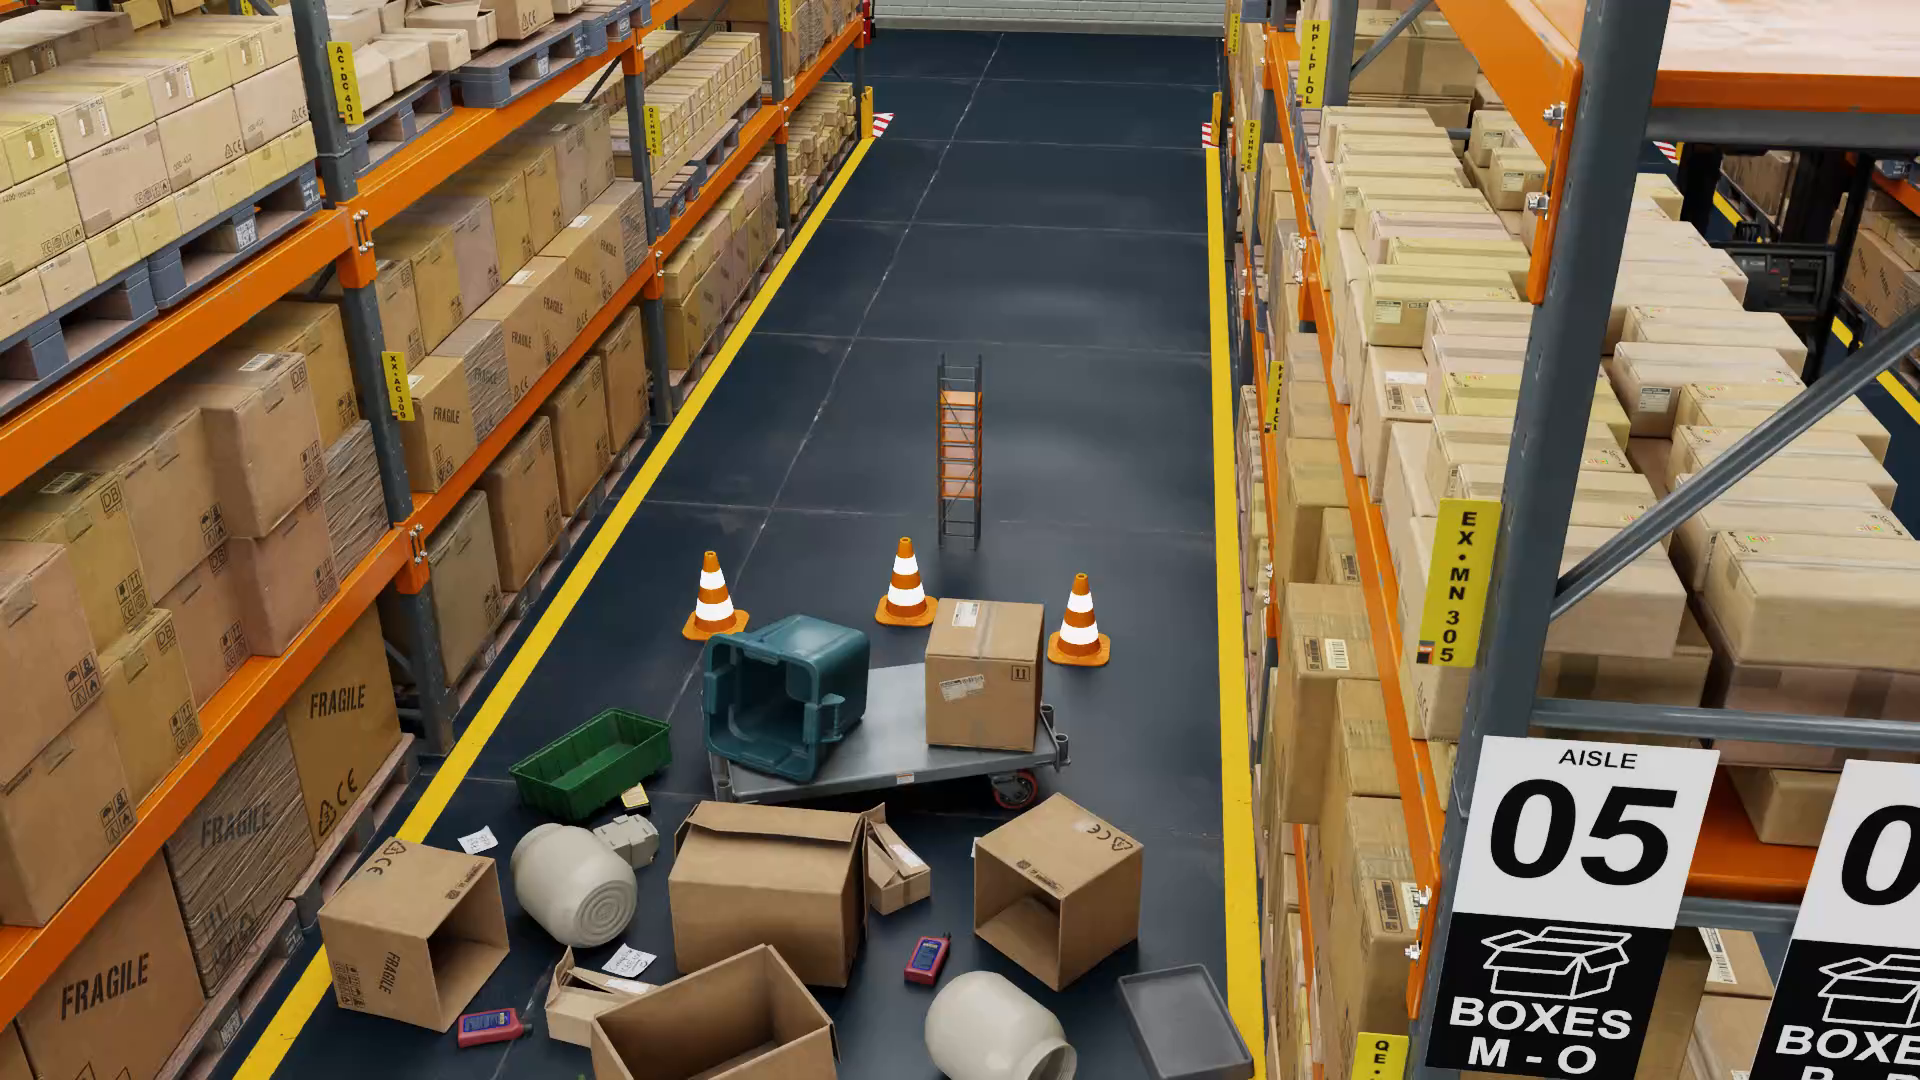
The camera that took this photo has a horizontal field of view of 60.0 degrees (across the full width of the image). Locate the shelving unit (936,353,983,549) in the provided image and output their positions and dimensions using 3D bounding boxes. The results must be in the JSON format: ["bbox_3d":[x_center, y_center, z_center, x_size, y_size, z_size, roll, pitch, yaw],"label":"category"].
[{"bbox_3d":[-0.002,-0.521,9.953,0.258,1.200,0.189,3,28,6],"label":"shelving unit"}]

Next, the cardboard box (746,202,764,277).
[{"bbox_3d":[-1.958,-2.540,13.994,0.500,0.500,0.500,3,28,5],"label":"cardboard box"}]

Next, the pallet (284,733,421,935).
[{"bbox_3d":[-3.205,1.287,7.639,1.003,0.211,1.213,3,28,6],"label":"pallet"}]

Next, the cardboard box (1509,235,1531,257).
[{"bbox_3d":[1.966,-0.739,5.141,0.500,0.250,0.500,3,28,5],"label":"cardboard box"}]

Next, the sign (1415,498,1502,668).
[{"bbox_3d":[0.852,0.077,2.849,0.100,0.325,0.005,3,28,6],"label":"sign"}]

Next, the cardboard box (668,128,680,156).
[{"bbox_3d":[-2.225,-2.852,11.889,0.380,0.149,0.250,2,28,5],"label":"cardboard box"}]

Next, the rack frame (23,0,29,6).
[{"bbox_3d":[-11.390,-6.566,19.276,1.000,3.000,0.127,3,28,6],"label":"rack frame"}]

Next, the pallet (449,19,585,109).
[{"bbox_3d":[-2.705,-2.582,8.916,1.003,0.211,1.213,5,29,9],"label":"pallet"}]

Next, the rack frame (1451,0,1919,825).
[{"bbox_3d":[1.401,-0.812,2.270,1.000,3.000,0.127,3,28,6],"label":"rack frame"}]

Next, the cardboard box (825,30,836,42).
[{"bbox_3d":[-1.477,-5.185,16.976,0.380,0.149,0.250,2,28,4],"label":"cardboard box"}]

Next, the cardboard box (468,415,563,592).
[{"bbox_3d":[-2.926,-0.240,9.462,1.050,0.750,0.750,3,28,6],"label":"cardboard box"}]

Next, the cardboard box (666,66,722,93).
[{"bbox_3d":[-2.070,-3.582,12.932,0.380,0.149,0.250,2,28,4],"label":"cardboard box"}]

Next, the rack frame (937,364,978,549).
[{"bbox_3d":[-0.013,-0.478,9.873,0.240,1.200,0.006,3,28,6],"label":"rack frame"}]

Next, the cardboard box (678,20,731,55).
[{"bbox_3d":[-2.275,-4.479,14.982,0.500,0.500,0.500,3,28,6],"label":"cardboard box"}]

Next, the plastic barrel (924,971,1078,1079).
[{"bbox_3d":[0.151,1.903,6.272,0.421,0.421,0.512,-24,36,-37],"label":"plastic barrel"}]

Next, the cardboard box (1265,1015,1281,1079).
[{"bbox_3d":[1.363,1.968,5.890,0.500,0.250,0.500,2,28,4],"label":"cardboard box"}]

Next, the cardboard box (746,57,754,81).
[{"bbox_3d":[-1.938,-3.942,13.913,0.380,0.149,0.250,4,29,7],"label":"cardboard box"}]

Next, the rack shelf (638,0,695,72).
[{"bbox_3d":[-2.299,-4.122,12.335,1.077,0.370,4.000,3,28,6],"label":"rack shelf"}]

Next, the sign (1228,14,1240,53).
[{"bbox_3d":[2.320,-4.267,14.012,0.100,0.325,0.005,3,28,6],"label":"sign"}]

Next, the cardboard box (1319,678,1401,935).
[{"bbox_3d":[1.316,0.723,4.273,0.700,0.500,0.500,4,29,7],"label":"cardboard box"}]

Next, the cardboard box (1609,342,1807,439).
[{"bbox_3d":[1.794,-0.357,4.012,0.380,0.149,0.250,3,28,6],"label":"cardboard box"}]

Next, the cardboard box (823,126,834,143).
[{"bbox_3d":[-1.508,-4.130,17.002,0.380,0.149,0.250,5,29,9],"label":"cardboard box"}]

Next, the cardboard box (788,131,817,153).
[{"bbox_3d":[-1.610,-3.889,16.242,0.380,0.149,0.250,4,29,7],"label":"cardboard box"}]

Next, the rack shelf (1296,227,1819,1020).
[{"bbox_3d":[1.646,-0.116,4.899,1.077,0.370,4.000,3,28,6],"label":"rack shelf"}]

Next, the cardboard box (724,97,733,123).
[{"bbox_3d":[-2.029,-3.447,13.308,0.380,0.149,0.250,2,28,4],"label":"cardboard box"}]

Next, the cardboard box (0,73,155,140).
[{"bbox_3d":[-2.886,-1.416,5.430,0.380,0.149,0.250,3,29,6],"label":"cardboard box"}]

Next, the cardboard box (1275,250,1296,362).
[{"bbox_3d":[1.848,-1.121,8.306,0.500,0.500,0.500,4,29,8],"label":"cardboard box"}]

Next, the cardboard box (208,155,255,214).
[{"bbox_3d":[-2.822,-1.303,6.059,0.380,0.149,0.250,4,29,7],"label":"cardboard box"}]

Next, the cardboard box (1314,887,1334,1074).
[{"bbox_3d":[1.260,1.147,4.539,0.500,0.500,0.500,3,29,6],"label":"cardboard box"}]

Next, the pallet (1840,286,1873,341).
[{"bbox_3d":[7.736,-1.920,13.592,1.003,0.211,1.213,3,28,6],"label":"pallet"}]

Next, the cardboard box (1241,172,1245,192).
[{"bbox_3d":[2.310,-2.601,12.074,0.500,0.250,0.500,3,28,6],"label":"cardboard box"}]

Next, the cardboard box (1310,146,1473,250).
[{"bbox_3d":[1.565,-1.248,6.086,0.500,0.250,0.500,3,28,5],"label":"cardboard box"}]

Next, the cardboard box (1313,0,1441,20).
[{"bbox_3d":[2.222,-2.583,8.611,0.797,0.503,0.637,3,28,6],"label":"cardboard box"}]

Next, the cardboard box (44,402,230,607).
[{"bbox_3d":[-3.268,-0.152,6.073,0.875,0.550,0.550,3,28,6],"label":"cardboard box"}]

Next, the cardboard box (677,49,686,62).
[{"bbox_3d":[-2.559,-4.106,14.218,0.380,0.149,0.250,4,29,7],"label":"cardboard box"}]

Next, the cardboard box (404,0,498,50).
[{"bbox_3d":[-2.595,-2.653,8.442,0.396,0.266,0.258,3,28,6],"label":"cardboard box"}]

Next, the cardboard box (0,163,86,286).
[{"bbox_3d":[-3.026,-0.951,4.985,0.500,0.250,0.500,3,28,6],"label":"cardboard box"}]

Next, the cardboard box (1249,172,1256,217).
[{"bbox_3d":[2.188,-2.334,11.050,0.500,0.250,0.500,3,28,6],"label":"cardboard box"}]

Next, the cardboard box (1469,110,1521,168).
[{"bbox_3d":[2.069,-1.453,6.046,0.380,0.149,0.250,4,29,7],"label":"cardboard box"}]

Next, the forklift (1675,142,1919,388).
[{"bbox_3d":[4.865,-1.559,10.054,1.130,2.935,3.031,3,28,5],"label":"forklift"}]

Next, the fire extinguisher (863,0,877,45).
[{"bbox_3d":[-1.075,-5.836,18.395,0.296,0.674,0.183,3,28,6],"label":"fire extinguisher"}]

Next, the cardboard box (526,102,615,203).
[{"bbox_3d":[-2.609,-2.450,10.476,0.700,0.500,0.500,3,28,6],"label":"cardboard box"}]

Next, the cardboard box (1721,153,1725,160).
[{"bbox_3d":[8.119,-4.219,17.109,0.797,0.503,0.637,2,28,4],"label":"cardboard box"}]

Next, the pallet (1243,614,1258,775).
[{"bbox_3d":[1.985,0.807,8.529,1.003,0.211,1.213,3,28,6],"label":"pallet"}]

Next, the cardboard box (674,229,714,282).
[{"bbox_3d":[-2.157,-2.141,12.463,0.500,0.250,0.500,3,28,6],"label":"cardboard box"}]

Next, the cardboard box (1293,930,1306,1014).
[{"bbox_3d":[1.286,1.428,5.419,0.380,0.149,0.250,5,29,8],"label":"cardboard box"}]

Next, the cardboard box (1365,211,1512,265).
[{"bbox_3d":[1.423,-0.869,4.963,0.380,0.149,0.250,3,28,5],"label":"cardboard box"}]

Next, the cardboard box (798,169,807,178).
[{"bbox_3d":[-1.698,-3.510,16.166,0.380,0.149,0.250,3,28,5],"label":"cardboard box"}]

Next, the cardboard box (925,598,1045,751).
[{"bbox_3d":[0.121,0.624,7.767,0.500,0.500,0.500,3,28,6],"label":"cardboard box"}]

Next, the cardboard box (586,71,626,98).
[{"bbox_3d":[-2.746,-3.502,12.782,0.380,0.149,0.250,4,29,8],"label":"cardboard box"}]

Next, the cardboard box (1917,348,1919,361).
[{"bbox_3d":[7.279,-1.428,11.930,0.500,0.500,0.500,5,29,8],"label":"cardboard box"}]
